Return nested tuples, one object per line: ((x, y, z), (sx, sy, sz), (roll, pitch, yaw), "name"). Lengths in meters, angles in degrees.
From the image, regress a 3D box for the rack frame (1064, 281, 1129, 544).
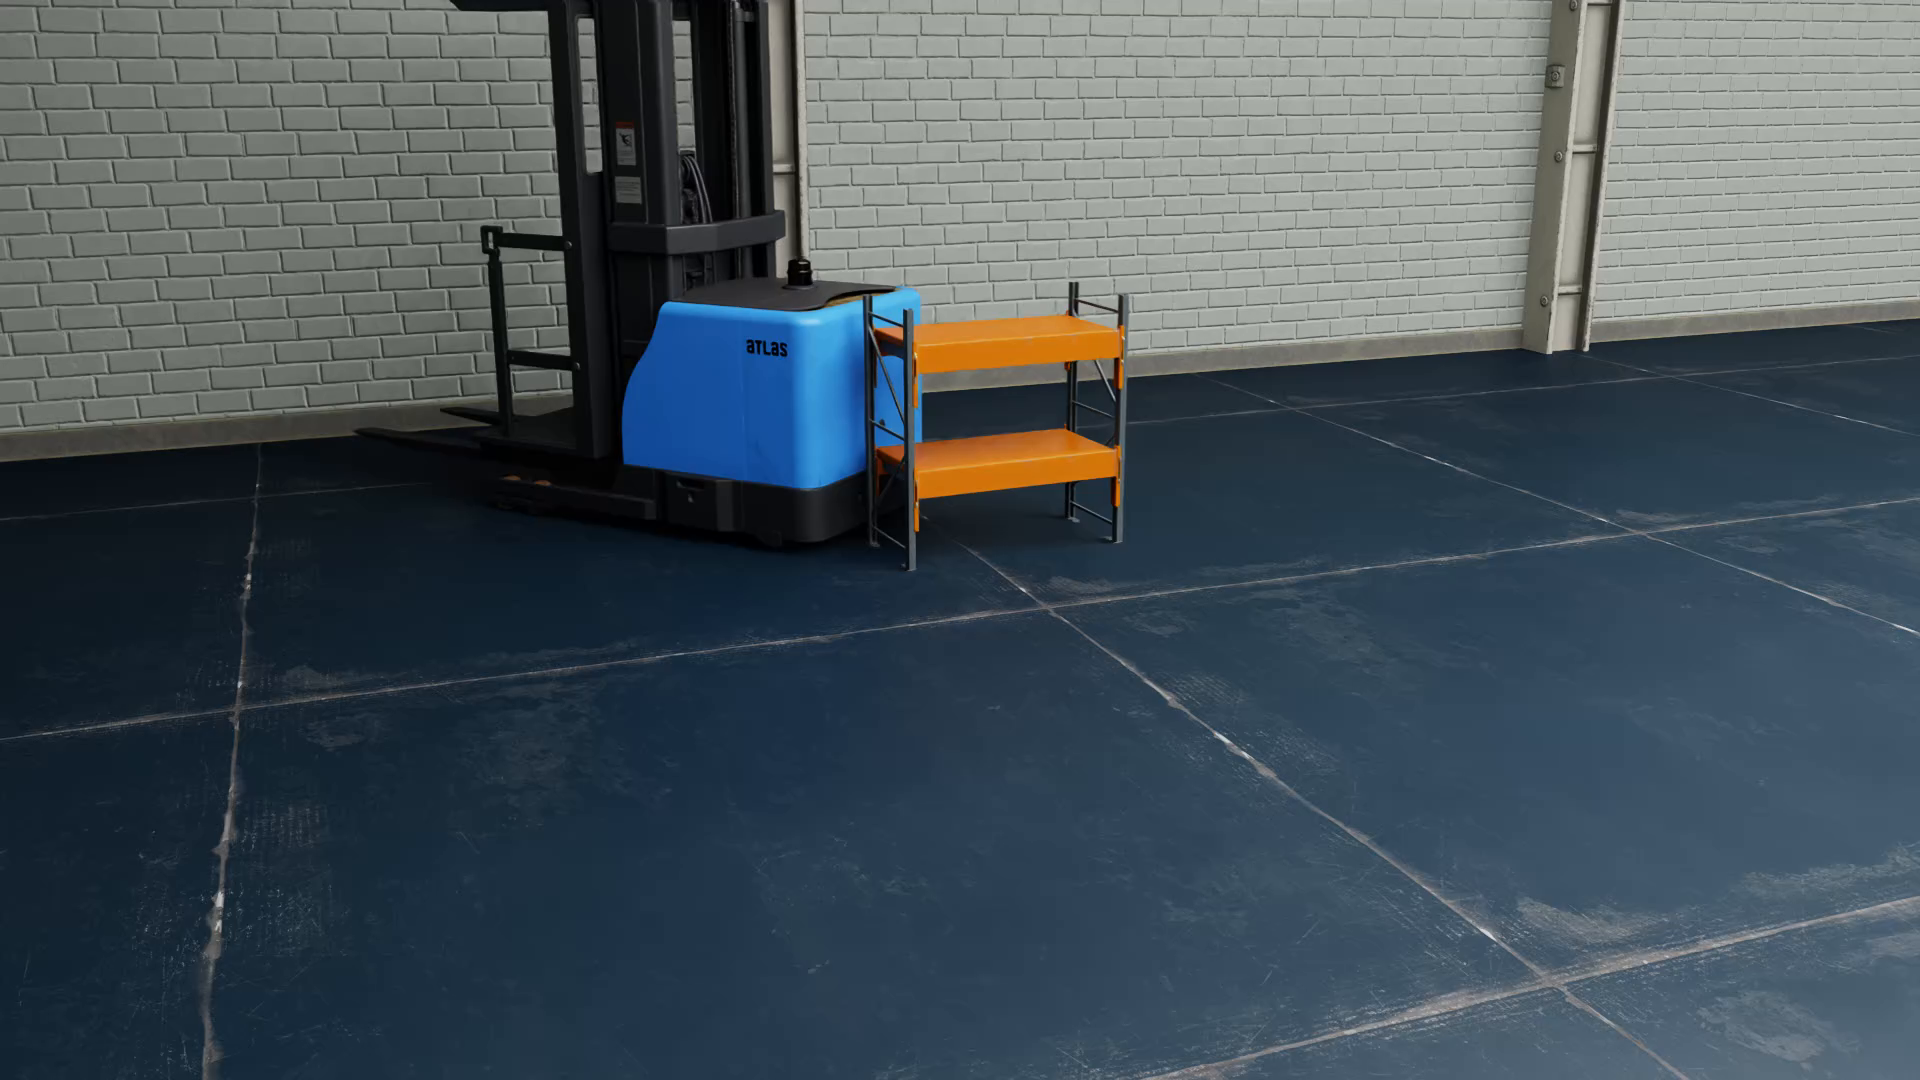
((0.619, -0.586, 7.598), (0.032, 1.125, 0.500), (-7, 18, -23), "rack frame")

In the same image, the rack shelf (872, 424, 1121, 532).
((0.156, -0.292, 7.465), (1.000, 0.278, 0.538), (-7, 18, -23), "rack shelf")

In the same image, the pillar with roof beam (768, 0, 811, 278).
((0.395, -4.013, 5.293), (0.400, 9.000, 9.100), (-6, 17, -20), "pillar with roof beam")

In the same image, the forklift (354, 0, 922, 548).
((-1.711, -1.648, 8.009), (3.031, 2.935, 1.130), (9, 18, 27), "forklift")

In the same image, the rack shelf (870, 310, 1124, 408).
((0.156, -0.808, 7.313), (1.000, 0.278, 0.538), (-7, 18, -23), "rack shelf")

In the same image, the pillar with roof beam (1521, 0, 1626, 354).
((5.998, -4.618, 7.353), (0.400, 9.000, 9.100), (-6, 17, -20), "pillar with roof beam")

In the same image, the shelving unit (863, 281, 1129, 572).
((0.156, -0.527, 7.396), (1.048, 1.125, 0.538), (-7, 18, -23), "shelving unit")

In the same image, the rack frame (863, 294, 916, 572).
((-0.306, -0.467, 7.194), (0.032, 1.125, 0.500), (-7, 18, -23), "rack frame")
